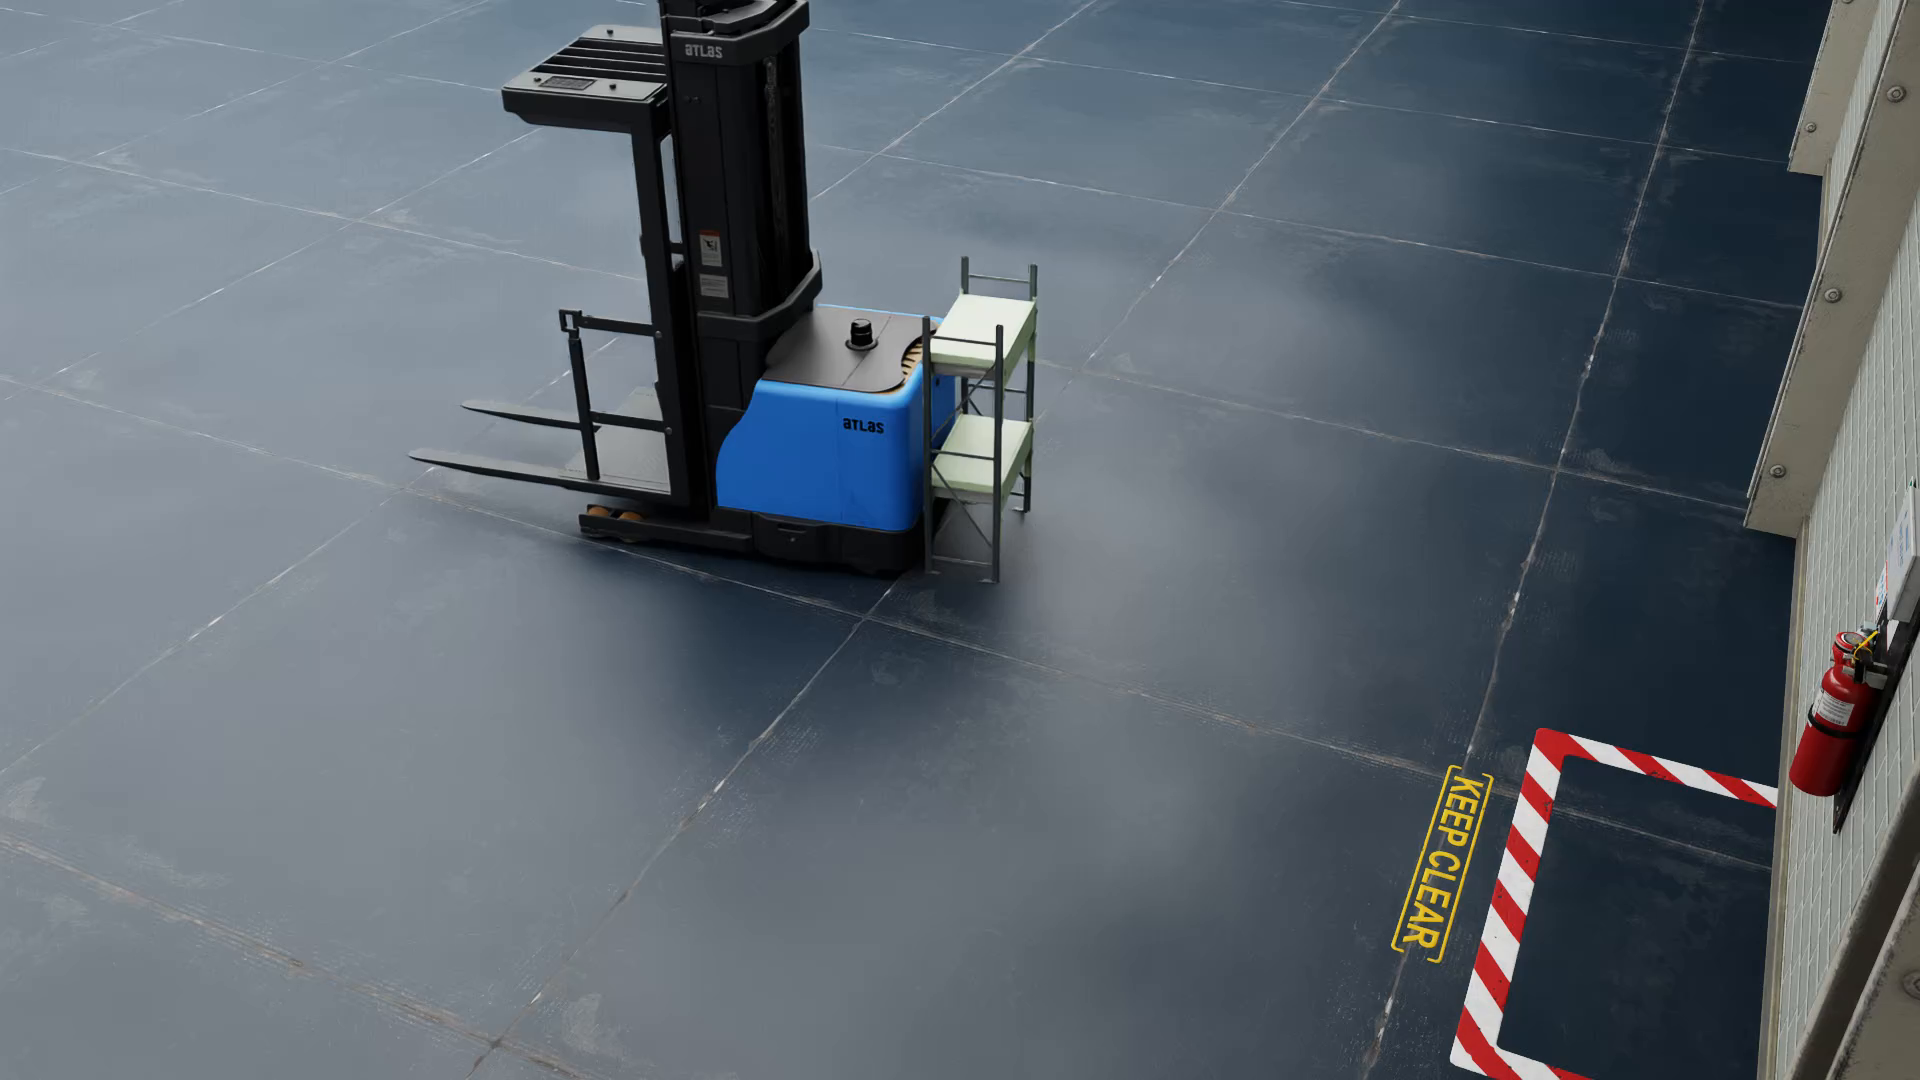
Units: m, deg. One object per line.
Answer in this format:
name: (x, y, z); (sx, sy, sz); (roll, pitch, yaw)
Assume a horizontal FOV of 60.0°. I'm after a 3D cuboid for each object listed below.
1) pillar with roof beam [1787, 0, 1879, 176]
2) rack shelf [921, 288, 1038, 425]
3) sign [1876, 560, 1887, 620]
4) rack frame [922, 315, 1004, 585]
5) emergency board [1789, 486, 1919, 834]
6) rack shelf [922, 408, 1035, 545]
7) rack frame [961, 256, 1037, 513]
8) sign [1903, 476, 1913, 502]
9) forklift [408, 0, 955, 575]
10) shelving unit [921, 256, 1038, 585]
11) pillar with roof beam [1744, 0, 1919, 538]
pillar with roof beam: (3.172, -7.875, 12.921); (9.100, 9.000, 0.400); (14, 36, 20)
rack shelf: (0.107, -0.946, 8.479); (0.431, 0.370, 0.720); (8, 34, 12)
sign: (3.455, 0.110, 6.183); (0.001, 0.329, 0.234); (14, 36, 20)
rack frame: (0.012, -0.426, 8.399); (0.400, 1.500, 0.023); (8, 34, 12)
emergency board: (3.130, 0.376, 5.809); (0.194, 1.169, 0.643); (14, 36, 20)
rack shelf: (0.106, -0.348, 8.873); (0.431, 0.370, 0.720); (8, 34, 12)
rack frame: (0.201, -0.814, 8.989); (0.400, 1.500, 0.023); (8, 34, 12)
sign: (3.445, -0.112, 6.037); (0.001, 0.109, 0.331); (14, 36, 20)
forklift: (-1.589, -1.480, 8.703); (3.031, 2.935, 1.130); (8, 34, 12)
shelving unit: (0.106, -0.620, 8.694); (0.431, 1.500, 0.755); (8, 34, 12)
pillar with roof beam: (0.661, -4.886, 8.364); (9.100, 9.000, 0.400); (14, 36, 20)
